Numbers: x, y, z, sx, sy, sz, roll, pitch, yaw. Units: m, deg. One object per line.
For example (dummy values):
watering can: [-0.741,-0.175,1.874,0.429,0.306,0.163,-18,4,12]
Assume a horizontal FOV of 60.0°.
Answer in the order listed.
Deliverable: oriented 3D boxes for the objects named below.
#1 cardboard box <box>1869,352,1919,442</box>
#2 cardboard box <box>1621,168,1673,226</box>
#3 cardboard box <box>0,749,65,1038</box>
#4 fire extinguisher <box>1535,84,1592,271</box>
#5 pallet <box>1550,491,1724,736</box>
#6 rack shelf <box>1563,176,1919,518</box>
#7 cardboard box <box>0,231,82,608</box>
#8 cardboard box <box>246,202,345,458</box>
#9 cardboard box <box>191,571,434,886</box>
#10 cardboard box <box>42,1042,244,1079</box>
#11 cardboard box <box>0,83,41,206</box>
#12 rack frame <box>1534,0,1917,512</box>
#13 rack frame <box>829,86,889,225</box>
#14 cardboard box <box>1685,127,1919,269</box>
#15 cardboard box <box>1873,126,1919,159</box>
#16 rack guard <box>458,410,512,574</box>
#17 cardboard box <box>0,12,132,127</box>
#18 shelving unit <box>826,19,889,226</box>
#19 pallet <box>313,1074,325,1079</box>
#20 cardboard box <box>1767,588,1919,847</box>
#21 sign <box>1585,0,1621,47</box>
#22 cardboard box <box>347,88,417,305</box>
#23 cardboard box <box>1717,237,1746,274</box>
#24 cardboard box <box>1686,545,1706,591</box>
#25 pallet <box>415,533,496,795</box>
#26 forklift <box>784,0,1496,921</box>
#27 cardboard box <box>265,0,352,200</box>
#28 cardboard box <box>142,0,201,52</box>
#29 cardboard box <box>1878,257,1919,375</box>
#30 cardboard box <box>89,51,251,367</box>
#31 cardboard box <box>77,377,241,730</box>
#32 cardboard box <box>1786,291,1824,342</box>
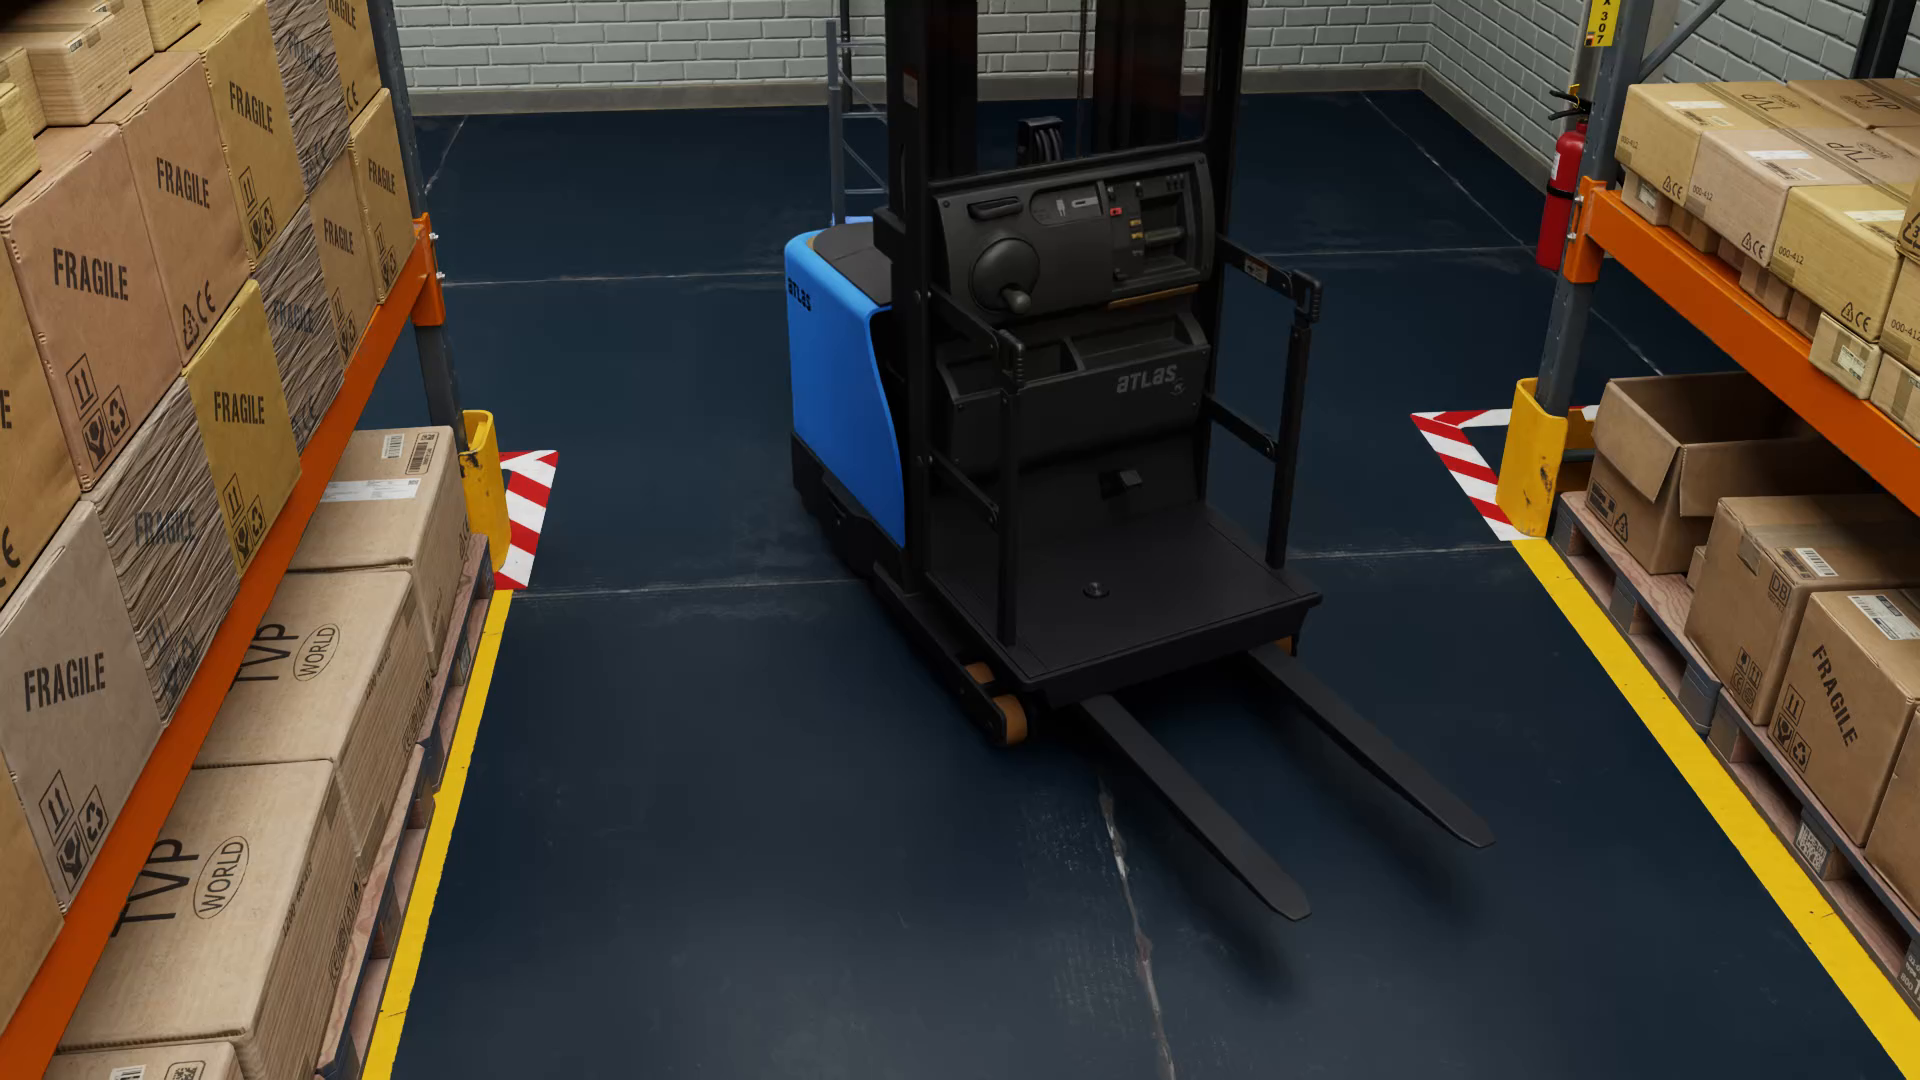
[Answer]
cardboard box: [2.553,-0.365,4.182,0.380,0.149,0.250,-2,31,-3]
cardboard box: [2.437,-1.159,5.510,0.380,0.149,0.250,-3,31,-5]
cardboard box: [-1.672,0.539,2.325,0.500,0.500,0.500,-2,31,-3]
fire extinguisher: [2.205,-1.307,5.953,0.296,0.674,0.183,-3,31,-5]
pallet: [2.762,0.195,5.718,1.003,0.211,1.213,-3,31,-5]
rack shelf: [2.866,-0.118,4.224,1.077,0.370,4.000,-3,31,-5]
cardboard box: [-1.733,-0.151,2.505,0.500,0.500,0.500,-3,31,-5]
cardboard box: [-1.864,-0.498,4.062,0.500,0.500,0.500,-2,31,-3]
cardboard box: [-2.007,0.511,4.559,0.875,0.438,0.875,-2,31,-3]
cardboard box: [-1.840,1.428,3.023,0.875,0.438,0.875,-3,31,-5]
cardboard box: [-1.724,-0.616,2.650,0.380,0.149,0.250,-4,31,-6]
rack frame: [2.679,-1.448,5.749,1.000,3.000,0.127,-3,31,-5]
rack frame: [-0.231,-1.026,6.505,0.500,1.500,0.032,-2,31,-4]
cardboard box: [2.501,-1.009,4.871,0.500,0.250,0.500,-2,31,-4]
cardboard box: [3.033,-1.026,4.898,0.500,0.250,0.500,-3,31,-4]
rack guard: [-2.265,-0.147,6.009,1.175,0.500,0.348,-3,31,-5]
cardboard box: [-1.783,-0.869,3.074,0.380,0.149,0.250,-3,31,-4]
shelving unit: [-0.273,-1.286,6.940,0.538,1.500,1.048,-2,31,-4]
pallet: [-1.882,1.639,3.300,1.003,0.211,1.213,-3,31,-5]
cardboard box: [2.633,0.475,4.558,0.500,0.500,0.500,-2,31,-4]
sign: [2.139,-1.793,5.483,0.100,0.325,0.005,-3,31,-5]
cardboard box: [-1.954,-1.017,4.931,0.500,0.500,0.500,-3,31,-4]
cardboard box: [2.566,-0.899,5.075,0.380,0.149,0.250,-3,31,-5]
cardboard box: [2.643,0.131,5.475,0.380,0.149,0.250,-4,31,-7]
pallet: [-2.110,0.394,5.385,1.003,0.211,1.213,-3,31,-5]
forklift: [0.462,-0.875,4.856,1.130,2.935,3.031,-14,34,-23]
cardboard box: [-1.902,-1.180,4.228,0.500,0.500,0.500,-3,31,-4]
cardboard box: [-1.856,-1.136,3.522,0.380,0.149,0.250,-2,31,-3]
cardboard box: [2.620,-0.490,4.002,0.500,0.250,0.500,-4,31,-6]
cardboard box: [-1.814,-0.671,3.375,0.500,0.500,0.500,-3,31,-5]
cardboard box: [-1.755,0.028,3.181,0.500,0.500,0.500,-3,31,-4]
cardboard box: [2.559,-0.631,4.627,0.380,0.149,0.250,-2,31,-4]
